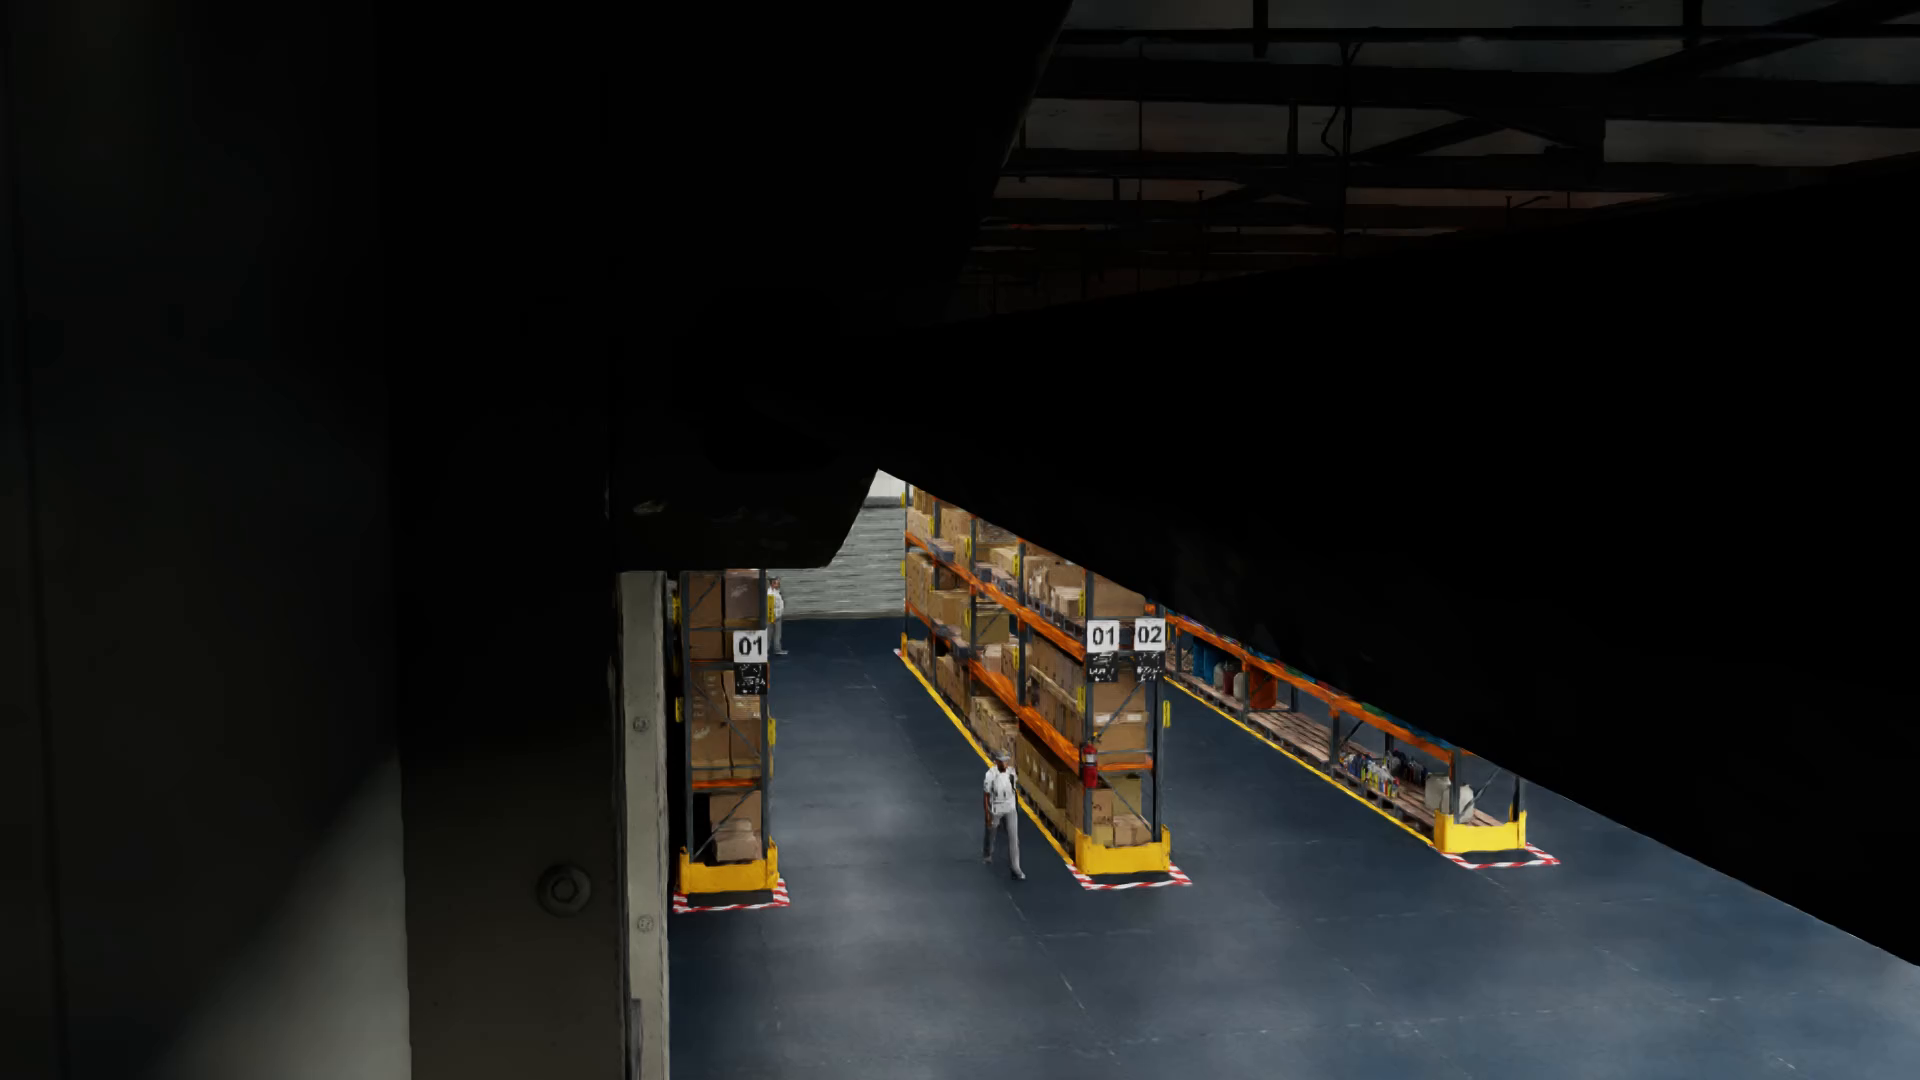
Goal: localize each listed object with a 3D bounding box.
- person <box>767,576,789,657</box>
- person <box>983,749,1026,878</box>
[{"bbox_3d":[-4.093,1.667,36.518,0.480,1.758,0.652,2,6,15],"label":"person"},{"bbox_3d":[0.511,3.365,20.784,0.455,1.576,1.088,-1,6,-12],"label":"person"}]
